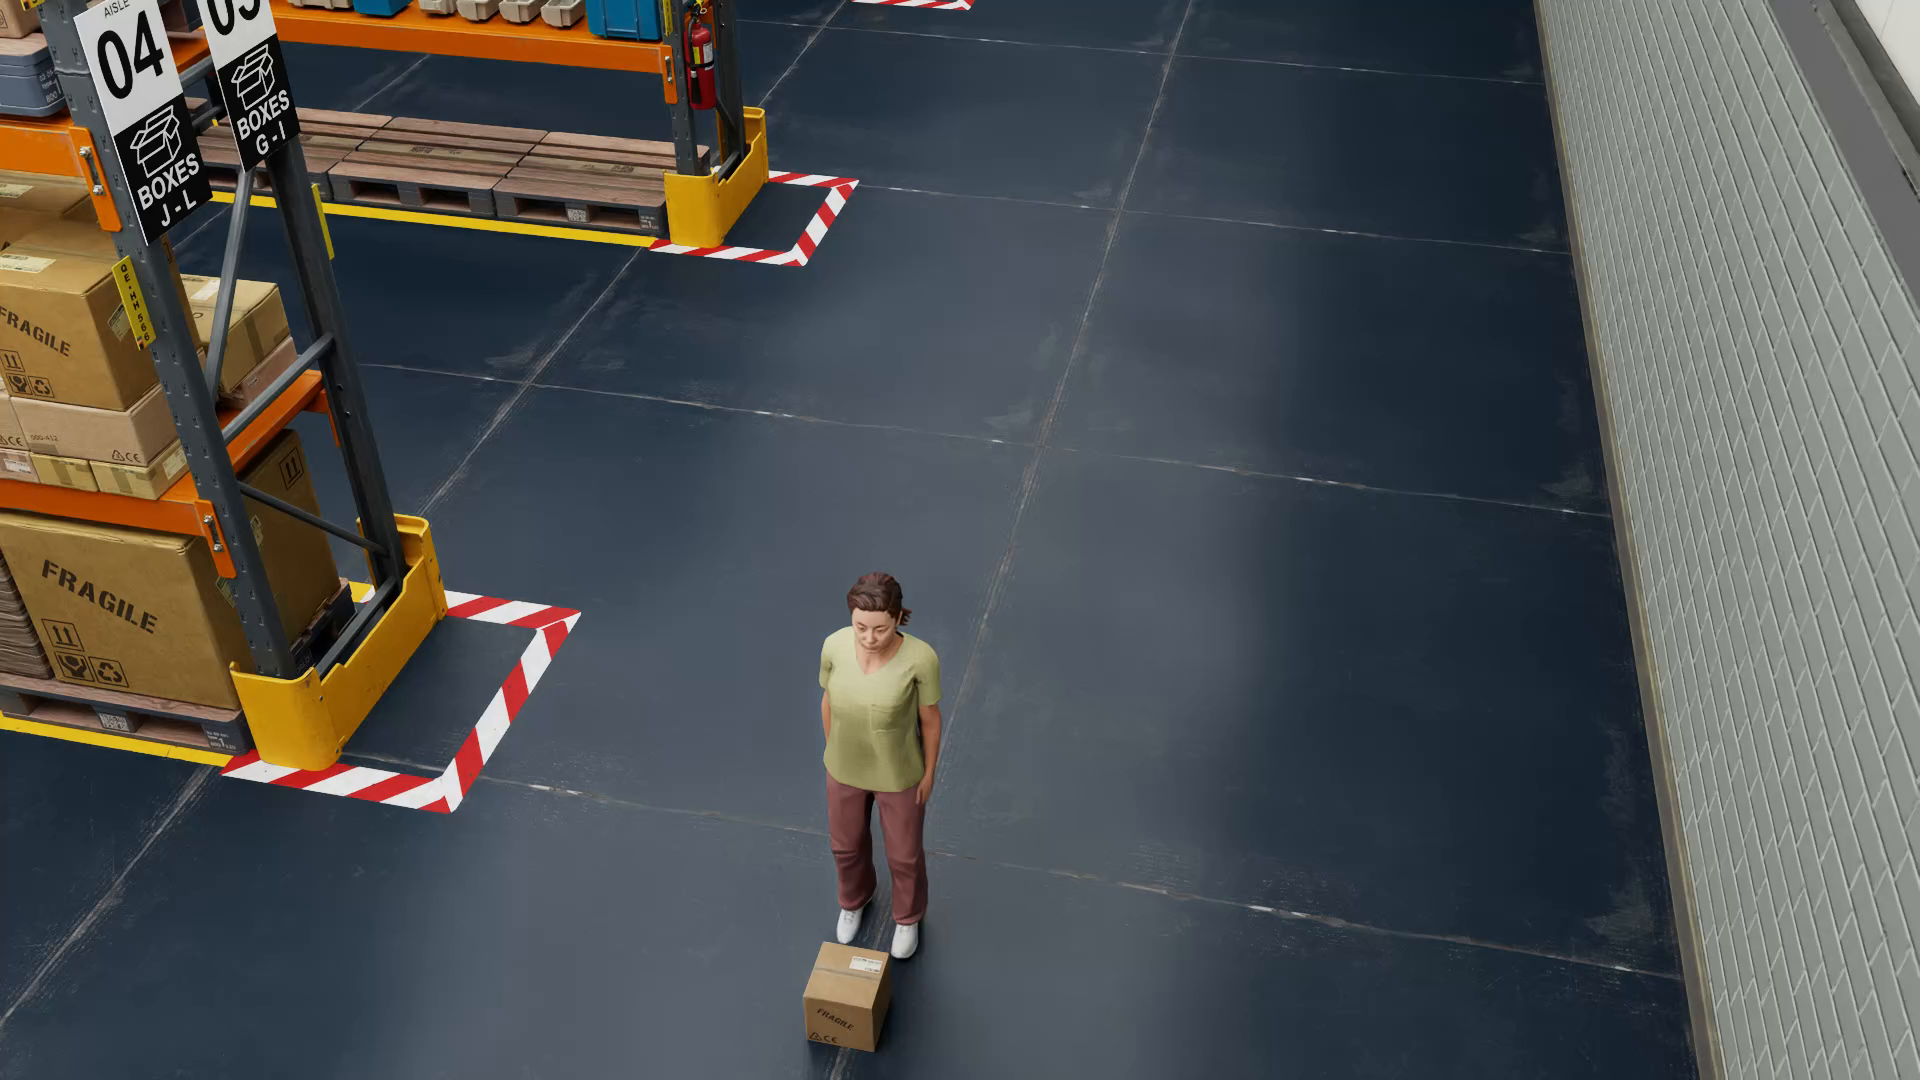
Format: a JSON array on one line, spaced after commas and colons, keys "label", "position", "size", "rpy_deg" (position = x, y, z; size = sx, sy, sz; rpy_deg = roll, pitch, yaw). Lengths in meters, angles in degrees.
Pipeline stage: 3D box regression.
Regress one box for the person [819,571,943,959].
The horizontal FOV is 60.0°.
[{"label": "person", "position": [-0.283, 0.811, 5.908], "size": [0.441, 1.696, 0.370], "rpy_deg": [8, 38, 11]}]
